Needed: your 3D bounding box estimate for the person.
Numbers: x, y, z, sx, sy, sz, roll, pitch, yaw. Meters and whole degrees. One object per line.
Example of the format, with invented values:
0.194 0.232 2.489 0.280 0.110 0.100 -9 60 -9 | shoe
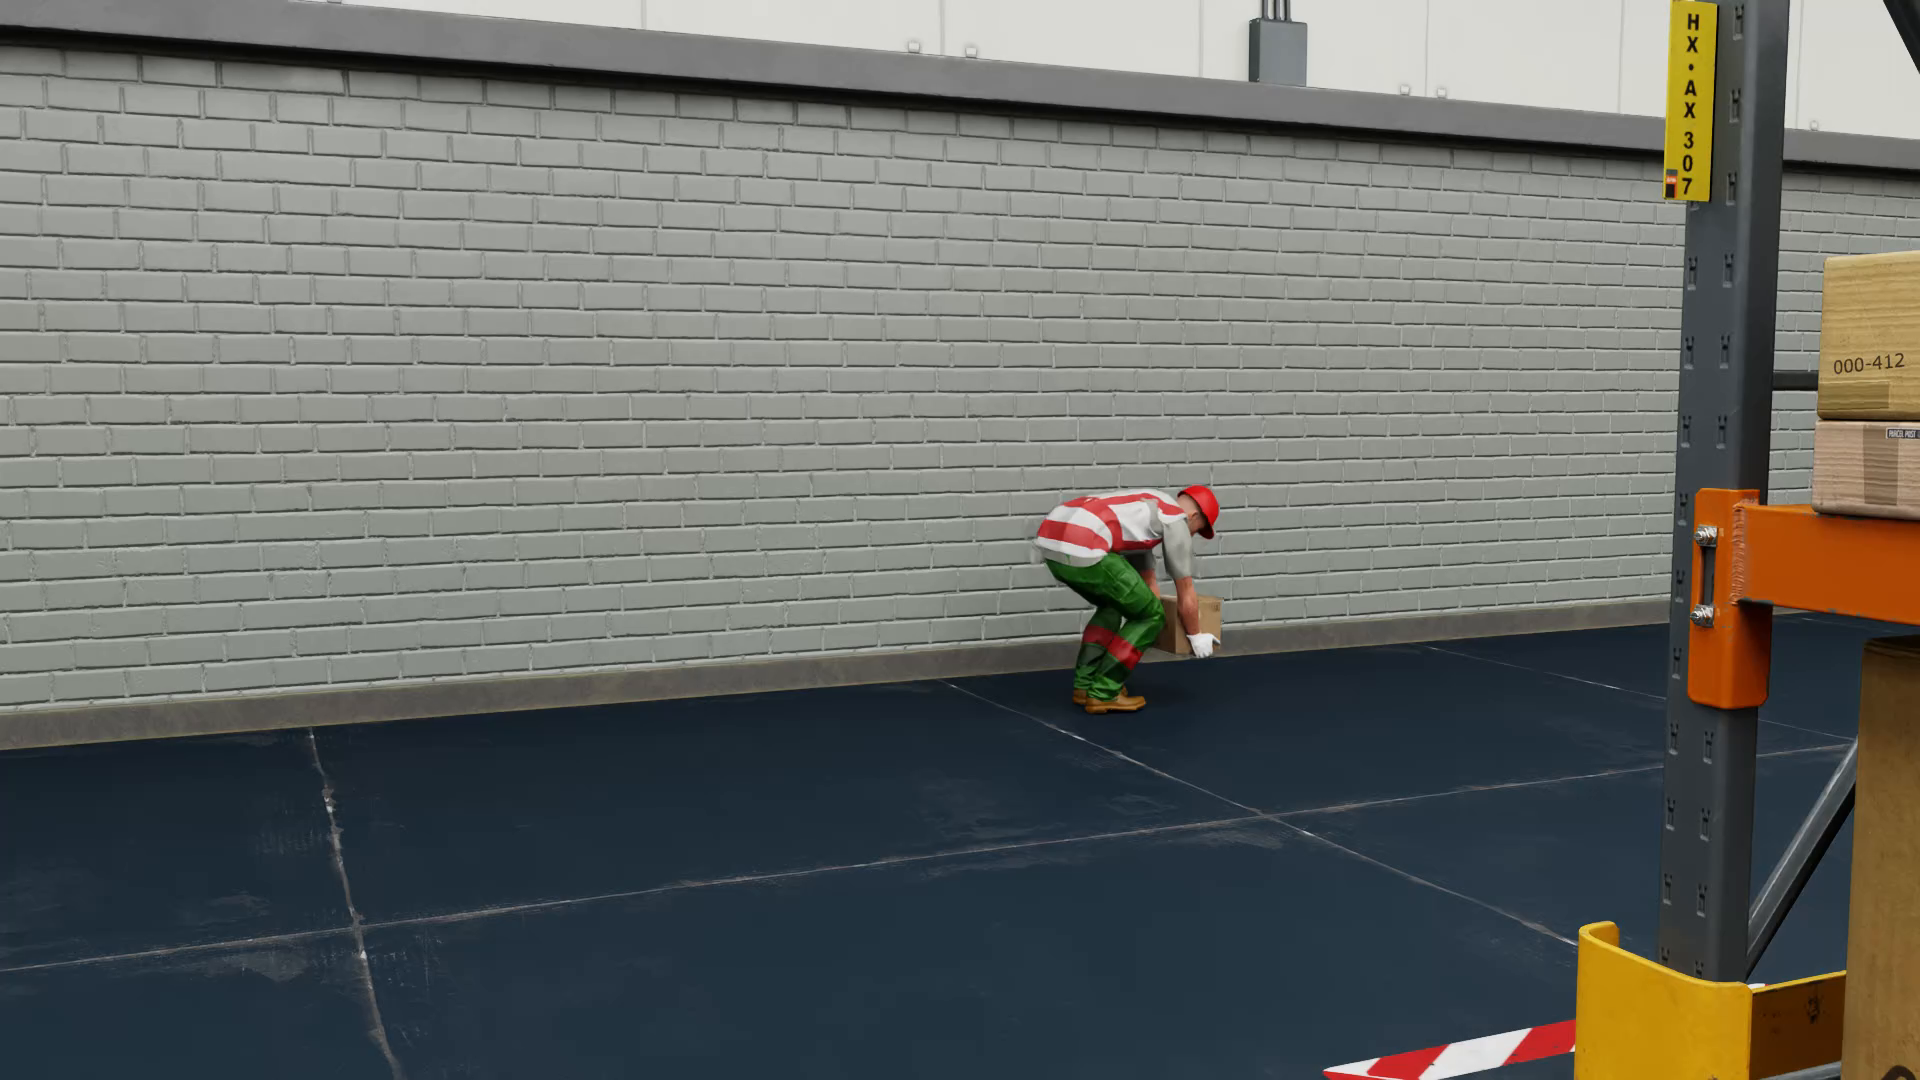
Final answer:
0.817 0.265 7.829 0.958 1.025 0.523 -3 6 -26 | person
